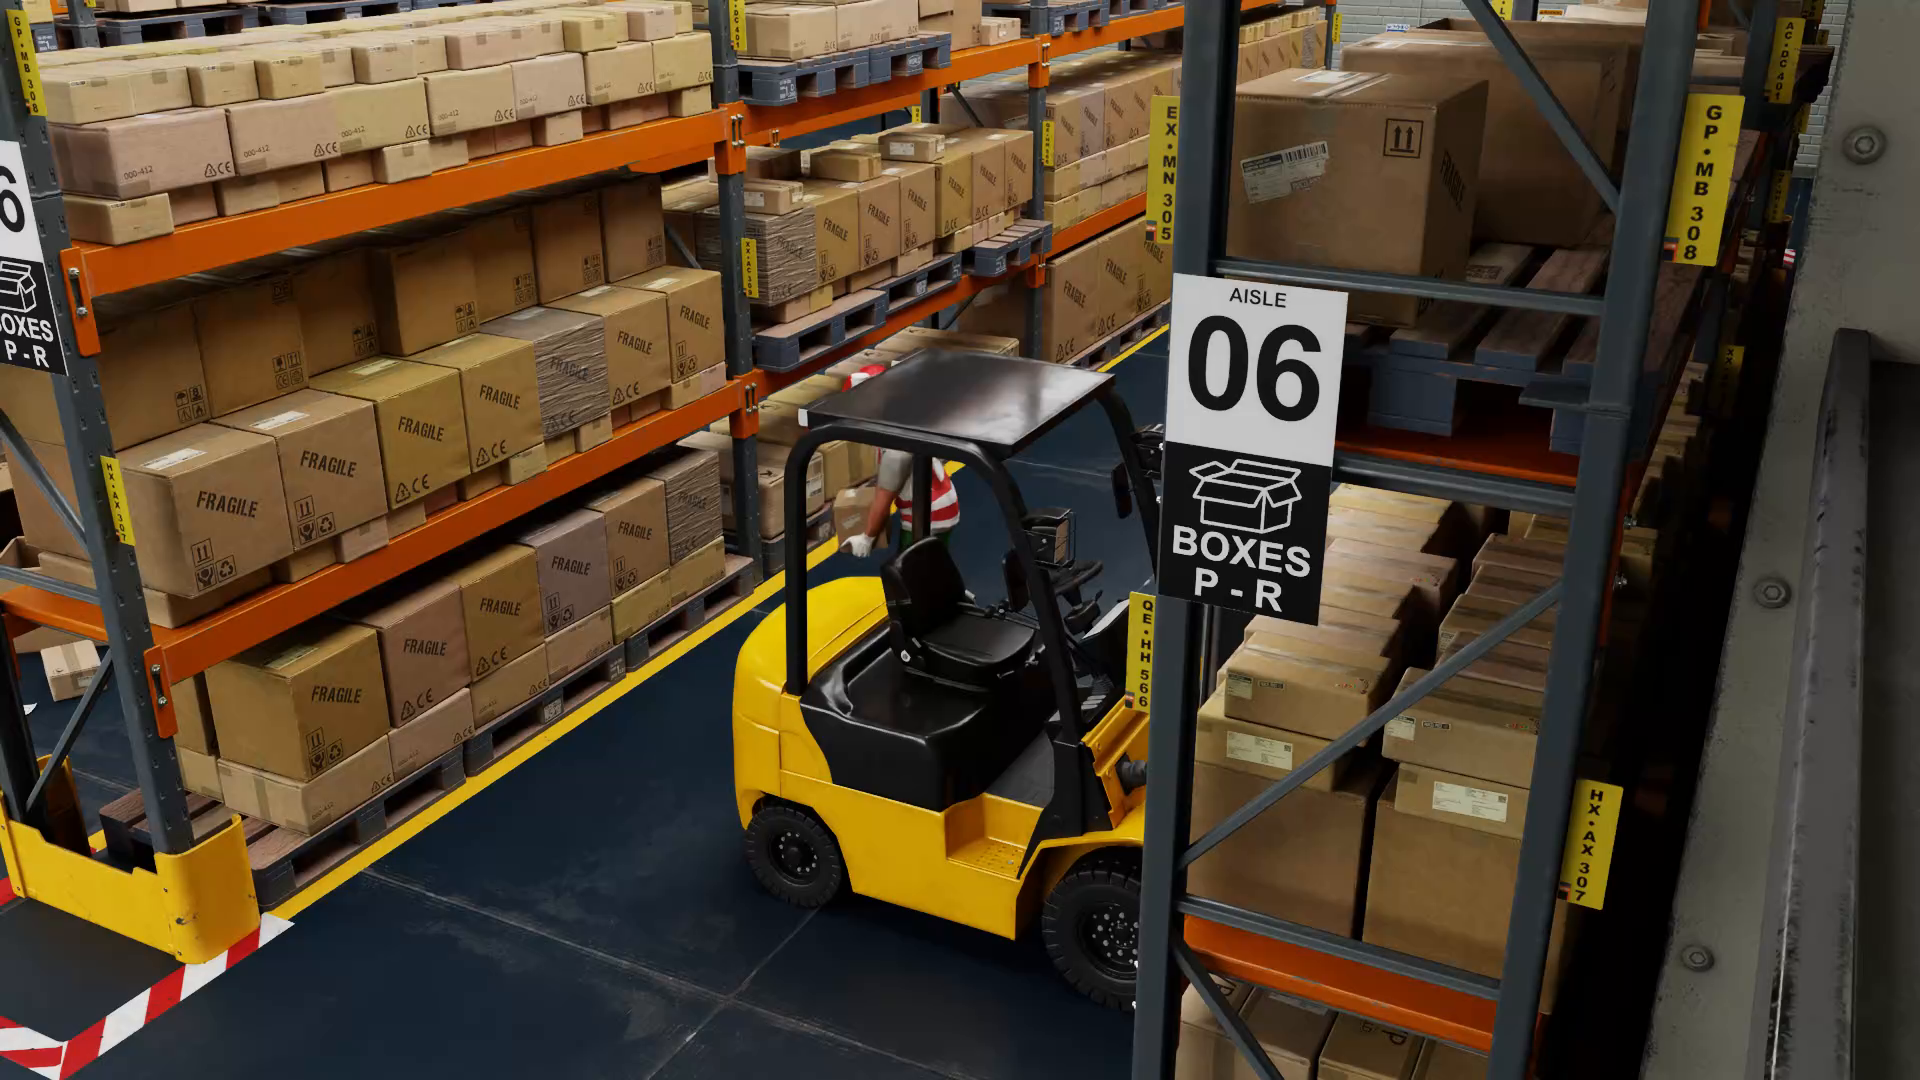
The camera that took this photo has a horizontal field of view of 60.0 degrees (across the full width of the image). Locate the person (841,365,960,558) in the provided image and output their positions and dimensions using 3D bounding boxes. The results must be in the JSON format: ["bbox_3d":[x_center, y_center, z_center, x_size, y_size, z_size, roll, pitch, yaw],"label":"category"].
[{"bbox_3d":[-0.307,-0.065,8.523,0.610,1.726,0.496,-1,23,-3],"label":"person"}]
